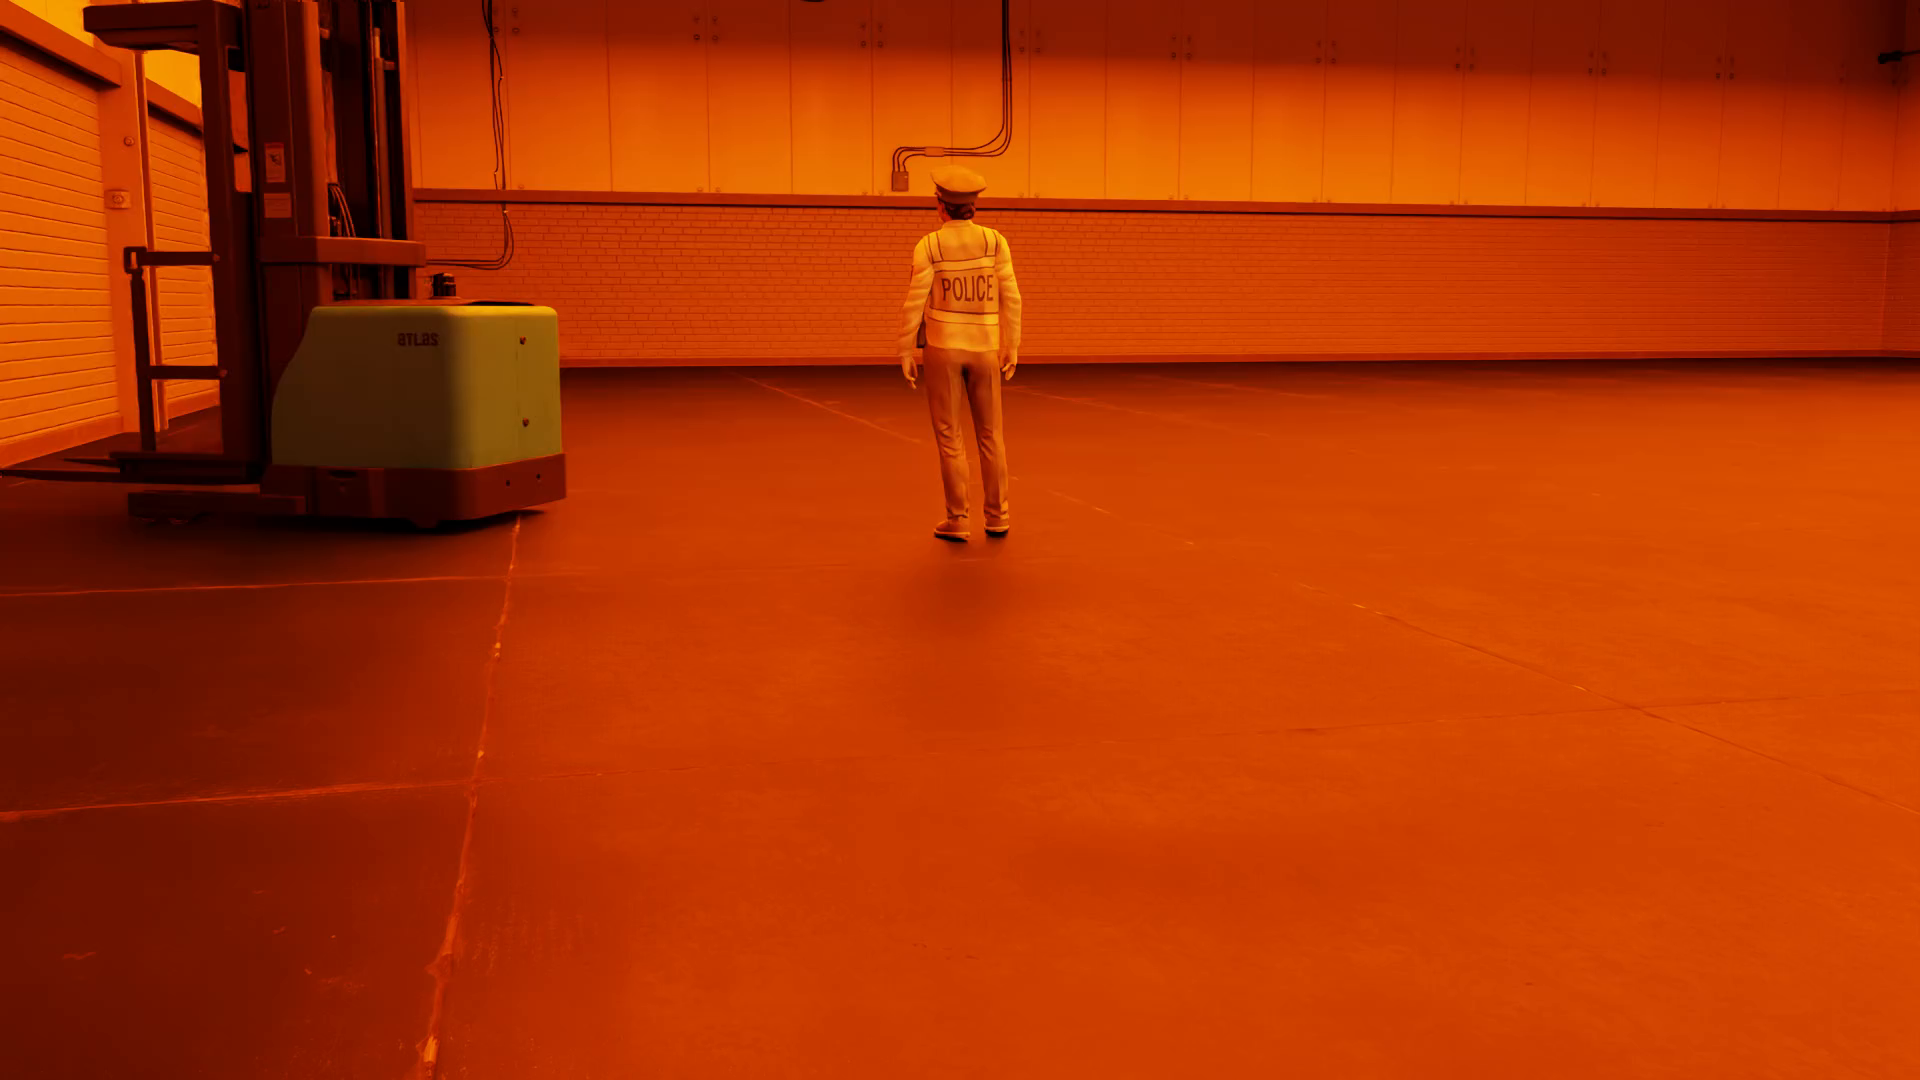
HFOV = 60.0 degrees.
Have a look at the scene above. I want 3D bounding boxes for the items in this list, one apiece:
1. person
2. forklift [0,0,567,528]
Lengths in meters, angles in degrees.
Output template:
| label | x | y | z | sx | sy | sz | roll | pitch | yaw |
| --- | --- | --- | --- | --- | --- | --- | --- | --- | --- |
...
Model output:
| label | x | y | z | sx | sy | sz | roll | pitch | yaw |
| --- | --- | --- | --- | --- | --- | --- | --- | --- | --- |
| person | -0.010 | -0.856 | 7.655 | 0.587 | 1.696 | 0.534 | -2 | 8 | -13 |
| forklift | -3.648 | -1.593 | 8.516 | 3.031 | 2.935 | 1.130 | 2 | 8 | 14 |
